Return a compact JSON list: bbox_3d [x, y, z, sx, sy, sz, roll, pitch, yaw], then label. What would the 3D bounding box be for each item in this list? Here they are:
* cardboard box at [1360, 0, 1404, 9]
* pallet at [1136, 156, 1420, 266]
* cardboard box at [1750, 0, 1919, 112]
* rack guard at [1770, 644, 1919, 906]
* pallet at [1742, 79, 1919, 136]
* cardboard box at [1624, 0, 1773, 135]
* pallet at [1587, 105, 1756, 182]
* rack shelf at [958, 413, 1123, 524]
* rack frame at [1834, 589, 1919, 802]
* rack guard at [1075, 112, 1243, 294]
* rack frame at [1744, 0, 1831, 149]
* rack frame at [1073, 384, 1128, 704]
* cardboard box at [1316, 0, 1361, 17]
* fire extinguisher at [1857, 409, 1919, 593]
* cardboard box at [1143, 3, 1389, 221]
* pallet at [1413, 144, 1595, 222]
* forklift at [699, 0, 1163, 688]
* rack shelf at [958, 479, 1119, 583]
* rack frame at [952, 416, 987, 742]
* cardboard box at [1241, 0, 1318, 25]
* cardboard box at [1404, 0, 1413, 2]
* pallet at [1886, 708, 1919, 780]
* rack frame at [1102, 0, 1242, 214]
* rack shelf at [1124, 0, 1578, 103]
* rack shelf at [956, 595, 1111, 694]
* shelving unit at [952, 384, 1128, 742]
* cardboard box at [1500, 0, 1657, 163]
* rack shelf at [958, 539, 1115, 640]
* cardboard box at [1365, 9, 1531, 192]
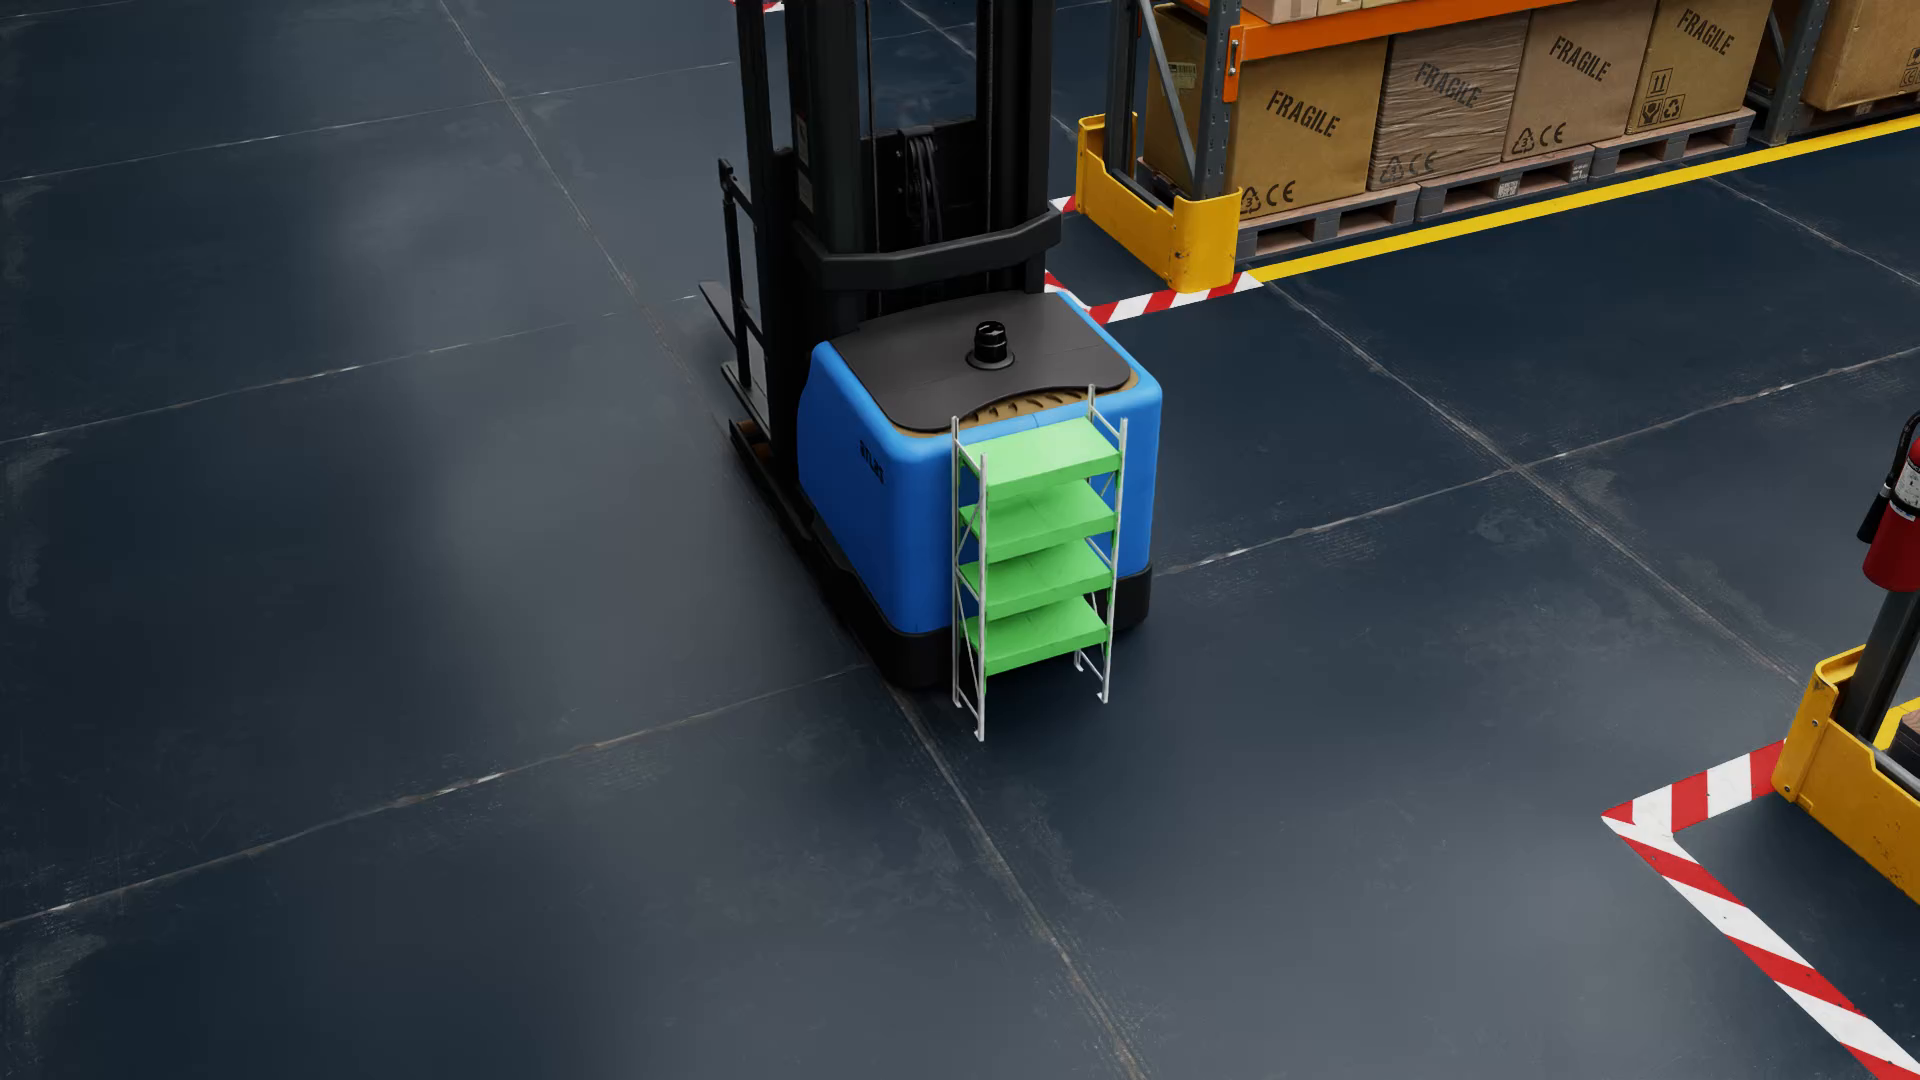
[{"bbox_3d":[1.968,-2.747,8.146,0.250,0.149,0.380,-17,40,-21],"label":"cardboard box"},{"bbox_3d":[1.733,-1.930,9.175,1.213,0.211,1.003,-16,39,-20],"label":"pallet"},{"bbox_3d":[5.235,-3.306,10.120,0.875,0.875,1.225,-15,39,-20],"label":"cardboard box"},{"bbox_3d":[3.131,0.883,5.140,0.348,0.500,1.175,-16,39,-20],"label":"rack guard"},{"bbox_3d":[5.330,-2.934,10.528,1.213,0.211,1.003,-16,39,-20],"label":"pallet"},{"bbox_3d":[4.032,-3.009,9.720,0.875,0.875,0.875,-16,39,-20],"label":"cardboard box"},{"bbox_3d":[3.942,-2.547,10.007,1.213,0.211,1.003,-16,39,-20],"label":"pallet"},{"bbox_3d":[0.251,-0.236,5.362,0.480,0.148,0.258,-15,39,-19],"label":"rack shelf"},{"bbox_3d":[3.147,-0.134,4.413,0.127,3.000,1.000,-16,39,-20],"label":"rack frame"},{"bbox_3d":[1.021,-1.795,8.751,0.348,0.500,1.175,-16,39,-20],"label":"rack guard"},{"bbox_3d":[4.664,-3.818,9.379,0.127,3.000,1.000,-16,39,-20],"label":"rack frame"},{"bbox_3d":[0.474,0.039,5.690,0.015,1.200,0.240,-15,39,-19],"label":"rack frame"},{"bbox_3d":[1.736,-2.682,8.059,0.250,0.149,0.380,-16,40,-21],"label":"cardboard box"},{"bbox_3d":[2.818,-0.160,4.826,0.183,0.674,0.296,-16,39,-20],"label":"fire extinguisher"},{"bbox_3d":[1.588,-2.326,8.798,0.875,0.875,0.875,-16,39,-20],"label":"cardboard box"},{"bbox_3d":[2.836,-2.236,9.588,1.213,0.211,1.003,-16,39,-20],"label":"pallet"},{"bbox_3d":[-0.348,-1.523,6.343,1.130,2.935,3.031,-15,39,-19],"label":"forklift"},{"bbox_3d":[0.251,-0.043,5.505,0.480,0.148,0.258,-15,39,-19],"label":"rack shelf"},{"bbox_3d":[0.028,0.157,5.531,0.015,1.200,0.240,-15,39,-19],"label":"rack frame"},{"bbox_3d":[1.504,-2.616,7.970,0.250,0.149,0.380,-15,39,-19],"label":"cardboard box"},{"bbox_3d":[2.203,-2.813,8.236,0.250,0.149,0.380,-16,40,-21],"label":"cardboard box"},{"bbox_3d":[3.910,0.798,5.497,1.213,0.211,1.003,-16,39,-20],"label":"pallet"},{"bbox_3d":[1.043,-2.805,8.014,0.127,3.000,1.000,-16,39,-20],"label":"rack frame"},{"bbox_3d":[2.853,-3.022,8.911,4.000,0.370,1.077,-16,39,-20],"label":"rack shelf"},{"bbox_3d":[0.251,0.342,5.792,0.480,0.148,0.258,-15,39,-19],"label":"rack shelf"},{"bbox_3d":[0.251,0.098,5.610,0.503,1.200,0.258,-15,39,-19],"label":"shelving unit"},{"bbox_3d":[3.217,-2.781,9.413,0.875,0.875,0.875,-16,39,-20],"label":"cardboard box"},{"bbox_3d":[0.251,0.149,5.648,0.480,0.148,0.258,-15,39,-19],"label":"rack shelf"},{"bbox_3d":[2.412,-2.556,9.109,0.875,0.875,0.875,-16,39,-20],"label":"cardboard box"}]
